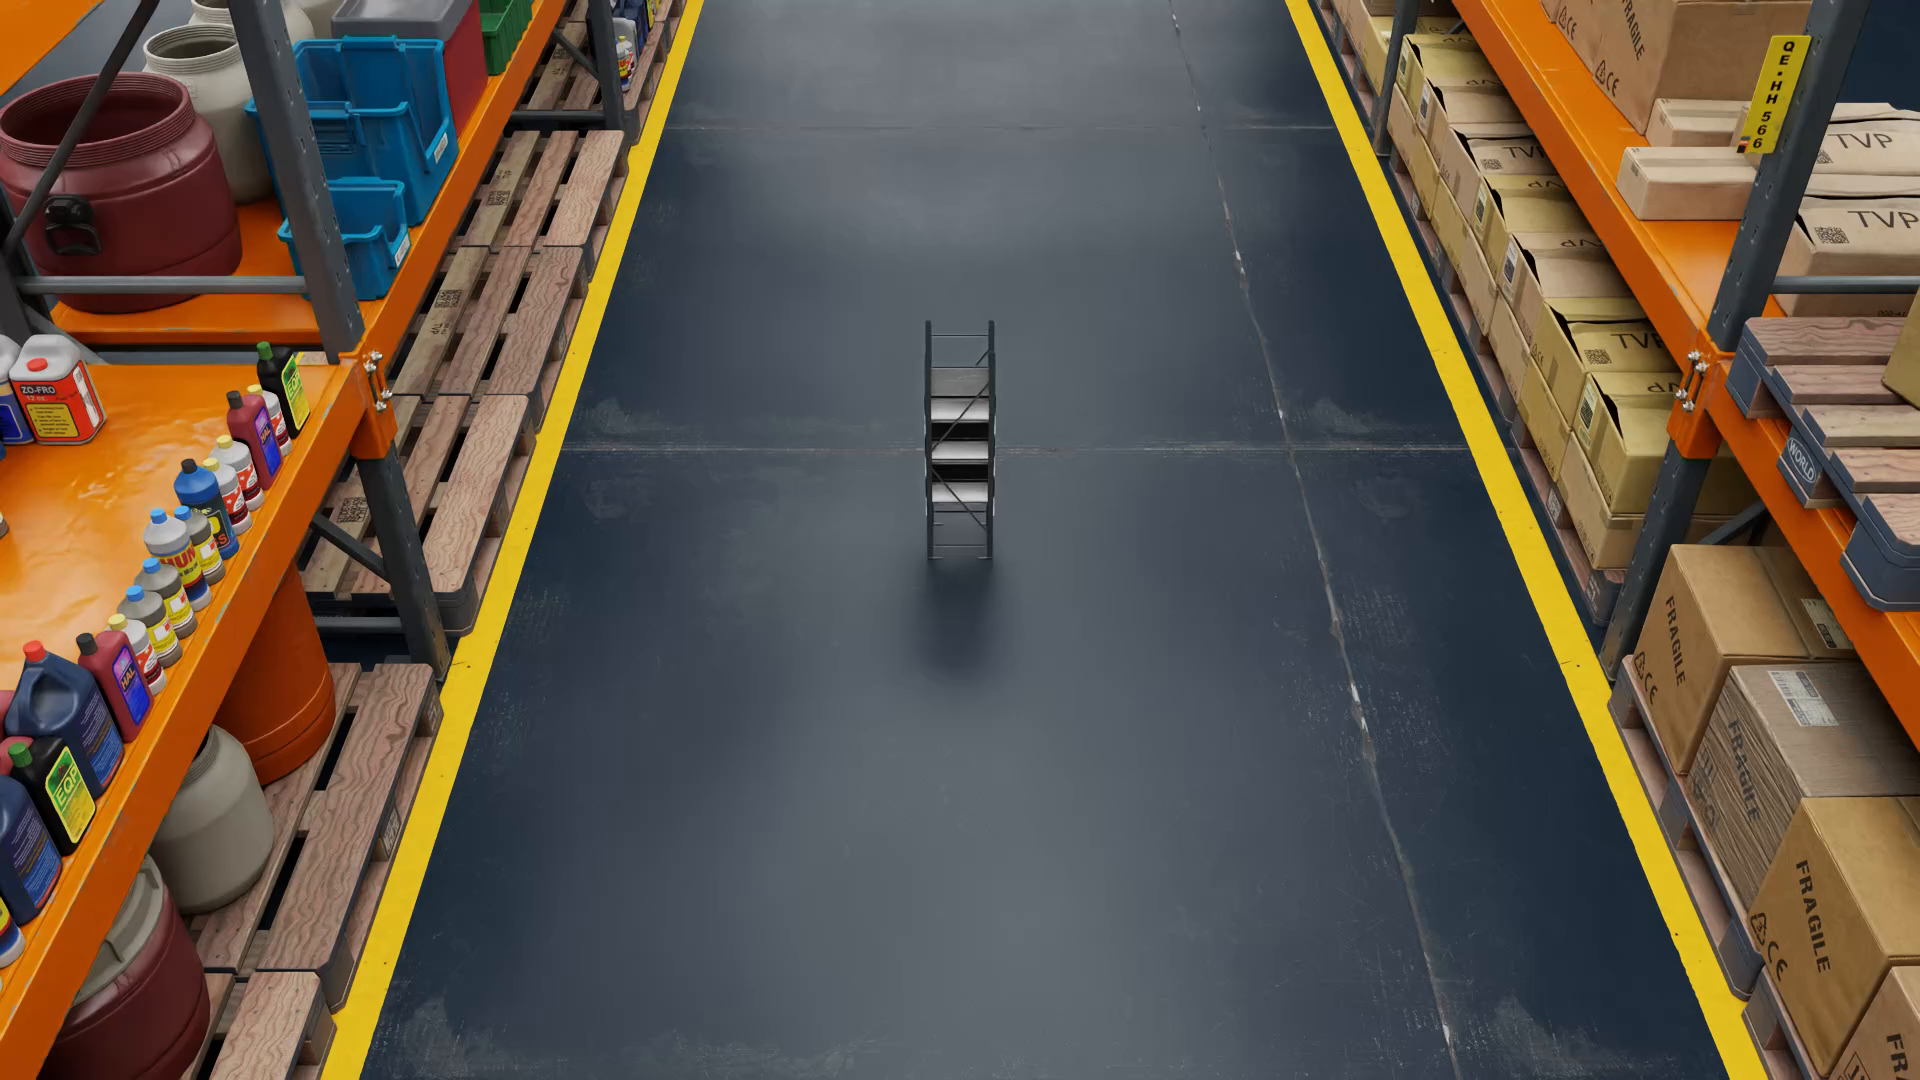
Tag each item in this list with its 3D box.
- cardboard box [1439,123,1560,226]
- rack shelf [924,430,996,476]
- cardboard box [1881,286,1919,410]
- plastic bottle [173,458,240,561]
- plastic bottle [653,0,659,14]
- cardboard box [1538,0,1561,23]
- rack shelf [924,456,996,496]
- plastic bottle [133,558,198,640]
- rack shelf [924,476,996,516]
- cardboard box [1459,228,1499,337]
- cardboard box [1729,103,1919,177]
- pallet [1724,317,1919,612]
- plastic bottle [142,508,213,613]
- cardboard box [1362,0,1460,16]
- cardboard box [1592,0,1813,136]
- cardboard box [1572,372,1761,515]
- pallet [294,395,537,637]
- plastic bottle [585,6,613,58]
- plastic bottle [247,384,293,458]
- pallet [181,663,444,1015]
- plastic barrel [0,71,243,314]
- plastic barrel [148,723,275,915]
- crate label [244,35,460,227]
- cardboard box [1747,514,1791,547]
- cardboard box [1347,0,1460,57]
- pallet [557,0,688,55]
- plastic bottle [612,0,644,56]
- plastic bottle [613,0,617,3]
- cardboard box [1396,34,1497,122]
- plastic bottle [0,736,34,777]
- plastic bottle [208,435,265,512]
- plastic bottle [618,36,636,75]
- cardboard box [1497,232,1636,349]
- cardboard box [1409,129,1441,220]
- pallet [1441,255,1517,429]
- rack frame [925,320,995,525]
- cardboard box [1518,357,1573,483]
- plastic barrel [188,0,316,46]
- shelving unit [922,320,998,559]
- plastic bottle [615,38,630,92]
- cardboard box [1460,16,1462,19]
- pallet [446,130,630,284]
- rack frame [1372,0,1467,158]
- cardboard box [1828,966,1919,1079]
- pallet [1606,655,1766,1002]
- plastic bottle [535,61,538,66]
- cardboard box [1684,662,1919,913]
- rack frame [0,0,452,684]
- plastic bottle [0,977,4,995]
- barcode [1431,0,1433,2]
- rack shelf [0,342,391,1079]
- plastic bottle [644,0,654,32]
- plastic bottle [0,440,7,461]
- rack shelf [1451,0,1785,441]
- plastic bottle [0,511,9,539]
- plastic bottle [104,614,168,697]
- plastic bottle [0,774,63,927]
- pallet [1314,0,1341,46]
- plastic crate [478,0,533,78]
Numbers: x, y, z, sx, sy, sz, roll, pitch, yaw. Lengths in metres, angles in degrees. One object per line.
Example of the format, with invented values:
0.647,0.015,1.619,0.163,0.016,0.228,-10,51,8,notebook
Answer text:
2.444,-1.638,7.310,0.500,0.311,0.500,-1,39,-2,cardboard box
0.000,-0.320,5.983,0.258,0.077,0.200,0,39,0,rack shelf
2.813,-0.532,4.099,0.700,0.500,0.500,-12,40,-15,cardboard box
-1.844,-0.080,4.054,0.097,0.271,0.097,0,39,0,plastic bottle
-1.845,-3.250,9.673,0.144,0.351,0.185,0,39,0,plastic bottle
2.680,-2.453,6.833,0.500,0.500,0.500,3,39,3,cardboard box
0.000,-0.250,6.039,0.258,0.077,0.200,0,39,0,rack shelf
-1.844,0.130,3.848,0.097,0.201,0.097,0,39,0,plastic bottle
0.000,-0.180,6.096,0.258,0.077,0.200,0,39,0,rack shelf
2.450,-1.101,7.088,0.500,0.250,0.500,1,39,1,cardboard box
2.893,-1.247,5.479,0.500,0.311,0.500,0,39,-1,cardboard box
2.771,-0.224,4.284,1.213,0.211,1.003,0,39,0,pallet
-1.844,0.041,3.903,0.097,0.271,0.097,0,39,0,plastic bottle
2.487,-3.210,9.120,0.500,0.500,0.500,0,39,0,cardboard box
2.682,-1.811,6.031,0.500,0.500,0.500,-2,39,-2,cardboard box
2.453,-0.360,5.715,0.500,0.311,0.500,1,39,1,cardboard box
-2.216,-0.118,6.228,1.003,0.211,1.213,0,39,0,pallet
-1.988,-2.866,9.194,0.144,0.351,0.185,0,39,0,plastic bottle
-1.844,-0.319,4.408,0.097,0.201,0.097,0,39,0,plastic bottle
-2.211,0.860,5.008,1.003,0.211,1.213,0,39,0,pallet
-2.557,-1.064,5.071,0.600,0.536,0.708,0,39,0,plastic barrel
-2.146,0.744,4.576,0.421,0.512,0.421,0,39,0,plastic barrel
-1.984,-1.357,5.516,0.502,0.435,0.616,0,39,0,crate label
2.993,-0.141,5.891,0.500,0.250,0.500,0,39,0,cardboard box
2.485,-2.917,9.355,0.500,0.250,0.500,0,39,0,cardboard box
-2.221,-3.320,10.224,1.003,0.211,1.213,0,39,0,pallet
-1.844,-2.866,9.194,0.144,0.351,0.185,1,39,1,plastic bottle
-1.993,-3.205,9.677,0.152,0.276,0.135,0,39,0,plastic bottle
2.447,-2.275,8.105,0.500,0.311,0.500,0,39,0,cardboard box
-1.886,0.491,3.332,0.061,0.283,0.133,0,39,0,plastic bottle
-1.844,-0.175,4.228,0.097,0.201,0.097,0,39,0,plastic bottle
-1.820,-2.629,9.018,0.097,0.201,0.097,0,39,0,plastic bottle
2.448,-1.000,6.514,0.500,0.311,0.500,0,39,0,cardboard box
2.447,-1.743,7.889,0.500,0.250,0.500,1,39,1,cardboard box
2.739,-0.910,7.217,1.003,0.211,1.213,0,39,0,pallet
0.000,-0.410,6.042,0.240,0.900,0.006,0,39,0,rack frame
2.451,-0.465,6.294,0.500,0.250,0.500,0,39,-1,cardboard box
-2.469,-1.672,5.848,0.421,0.512,0.421,0,39,0,plastic barrel
0.000,-0.346,5.962,0.258,0.900,0.210,0,39,0,shelving unit
-1.820,-2.529,8.838,0.097,0.271,0.097,0,39,0,plastic bottle
3.002,-2.918,9.355,0.500,0.250,0.500,0,39,0,cardboard box
-2.218,-1.644,8.132,1.003,0.211,1.213,0,39,0,pallet
2.695,-3.224,7.874,1.000,3.000,0.127,0,39,0,rack frame
2.422,1.333,3.835,0.500,0.500,0.500,-1,39,-2,cardboard box
2.663,0.832,5.043,1.003,0.211,1.213,0,39,0,pallet
-2.403,-2.763,9.066,0.144,0.351,0.185,0,39,0,plastic bottle
2.421,0.693,4.633,0.500,0.500,0.500,-1,39,-2,cardboard box
-2.253,-0.721,4.752,1.000,3.000,0.127,0,39,0,rack frame
-1.842,0.744,3.026,0.097,0.271,0.097,0,39,0,plastic bottle
2.279,-2.635,8.019,0.001,0.075,0.075,0,39,0,barcode
-2.251,0.810,3.416,1.077,0.370,4.000,0,39,0,rack shelf
-1.803,-3.061,9.491,0.061,0.283,0.133,2,39,2,plastic bottle
-2.603,-0.328,4.363,0.097,0.271,0.097,0,39,0,plastic bottle
2.698,-1.693,6.539,1.077,0.370,4.000,0,39,0,rack shelf
-2.451,-0.095,4.129,0.097,0.201,0.097,0,39,0,plastic bottle
-1.843,0.251,3.697,0.097,0.201,0.097,0,39,0,plastic bottle
-1.866,0.564,3.187,0.144,0.351,0.185,0,39,0,plastic bottle
2.732,-3.398,10.322,1.003,0.211,1.213,0,39,0,pallet
-1.974,-2.051,6.580,0.450,0.188,0.662,0,39,0,plastic crate
